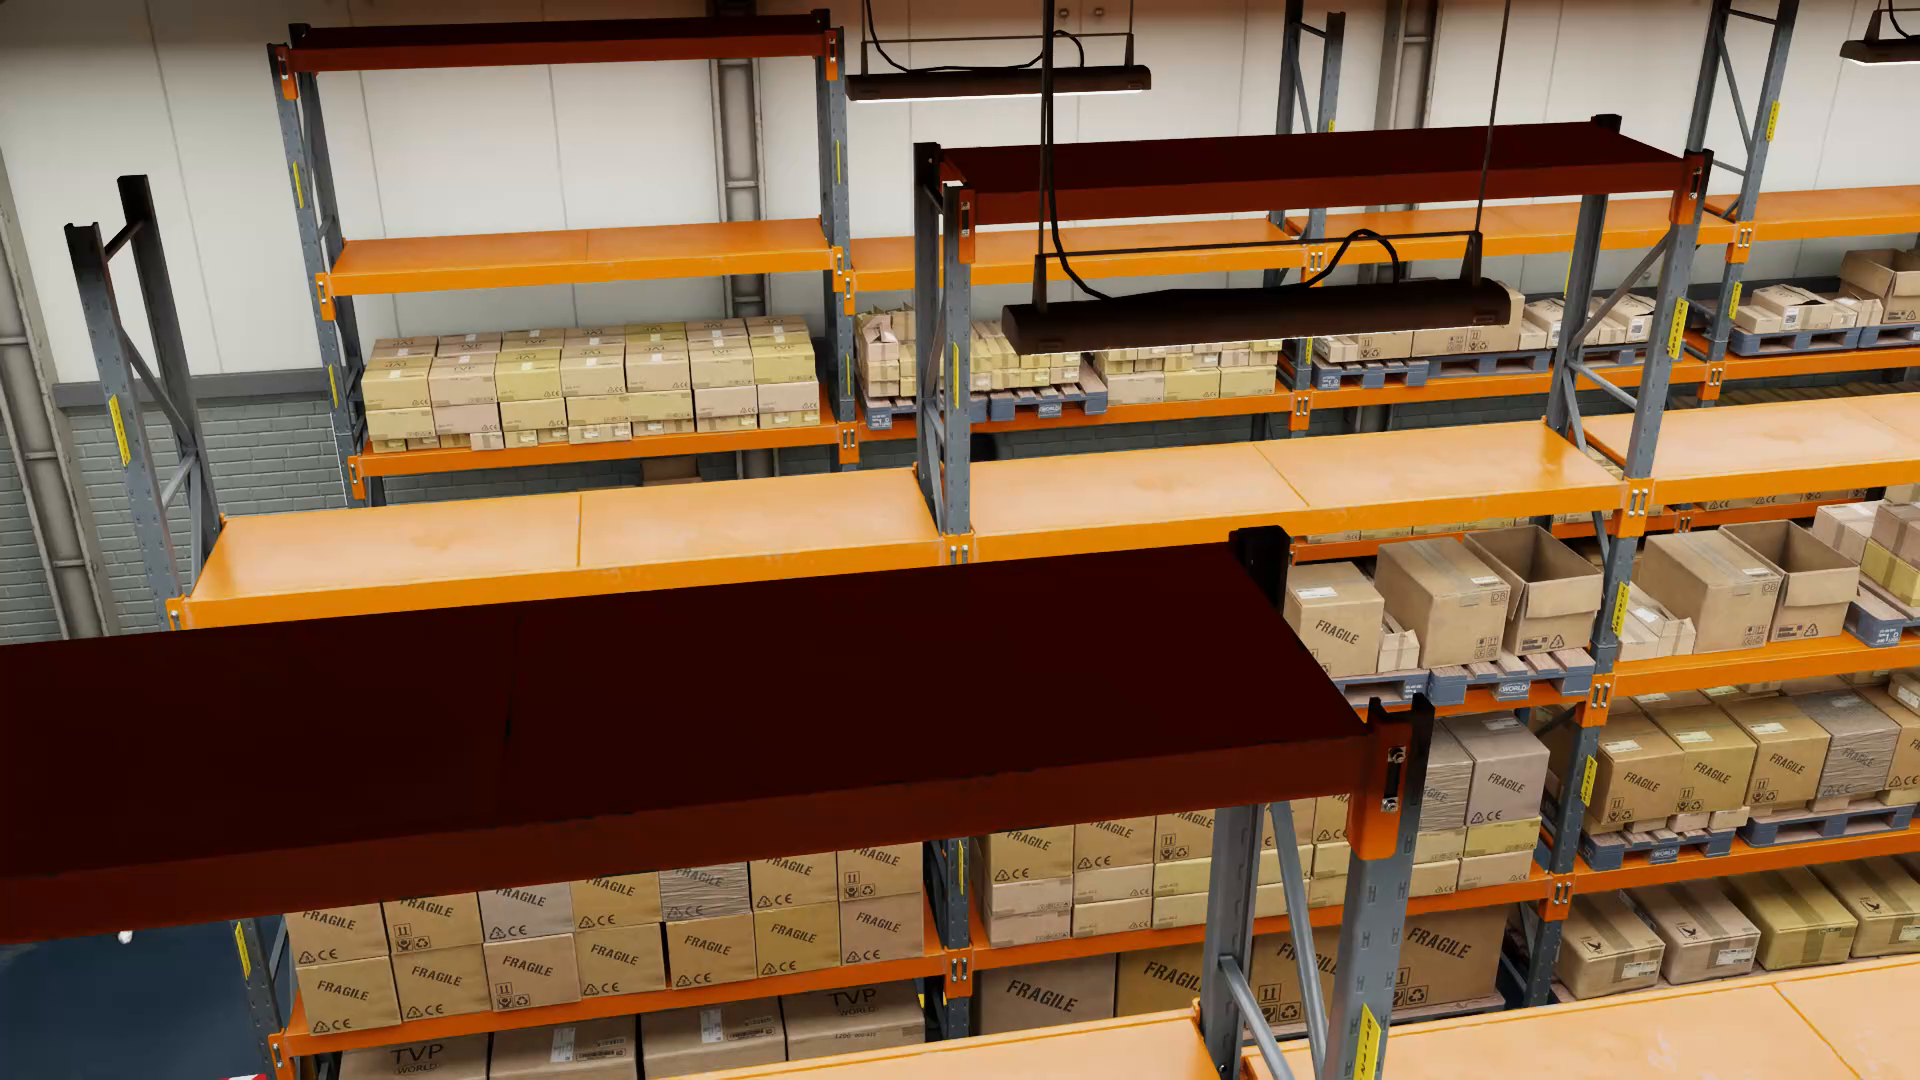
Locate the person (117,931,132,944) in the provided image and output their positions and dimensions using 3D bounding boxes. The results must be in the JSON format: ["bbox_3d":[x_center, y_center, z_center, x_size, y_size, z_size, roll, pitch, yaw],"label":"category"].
[{"bbox_3d":[-6.326,2.025,12.176,0.612,1.699,0.931,-12,28,-23],"label":"person"}]
